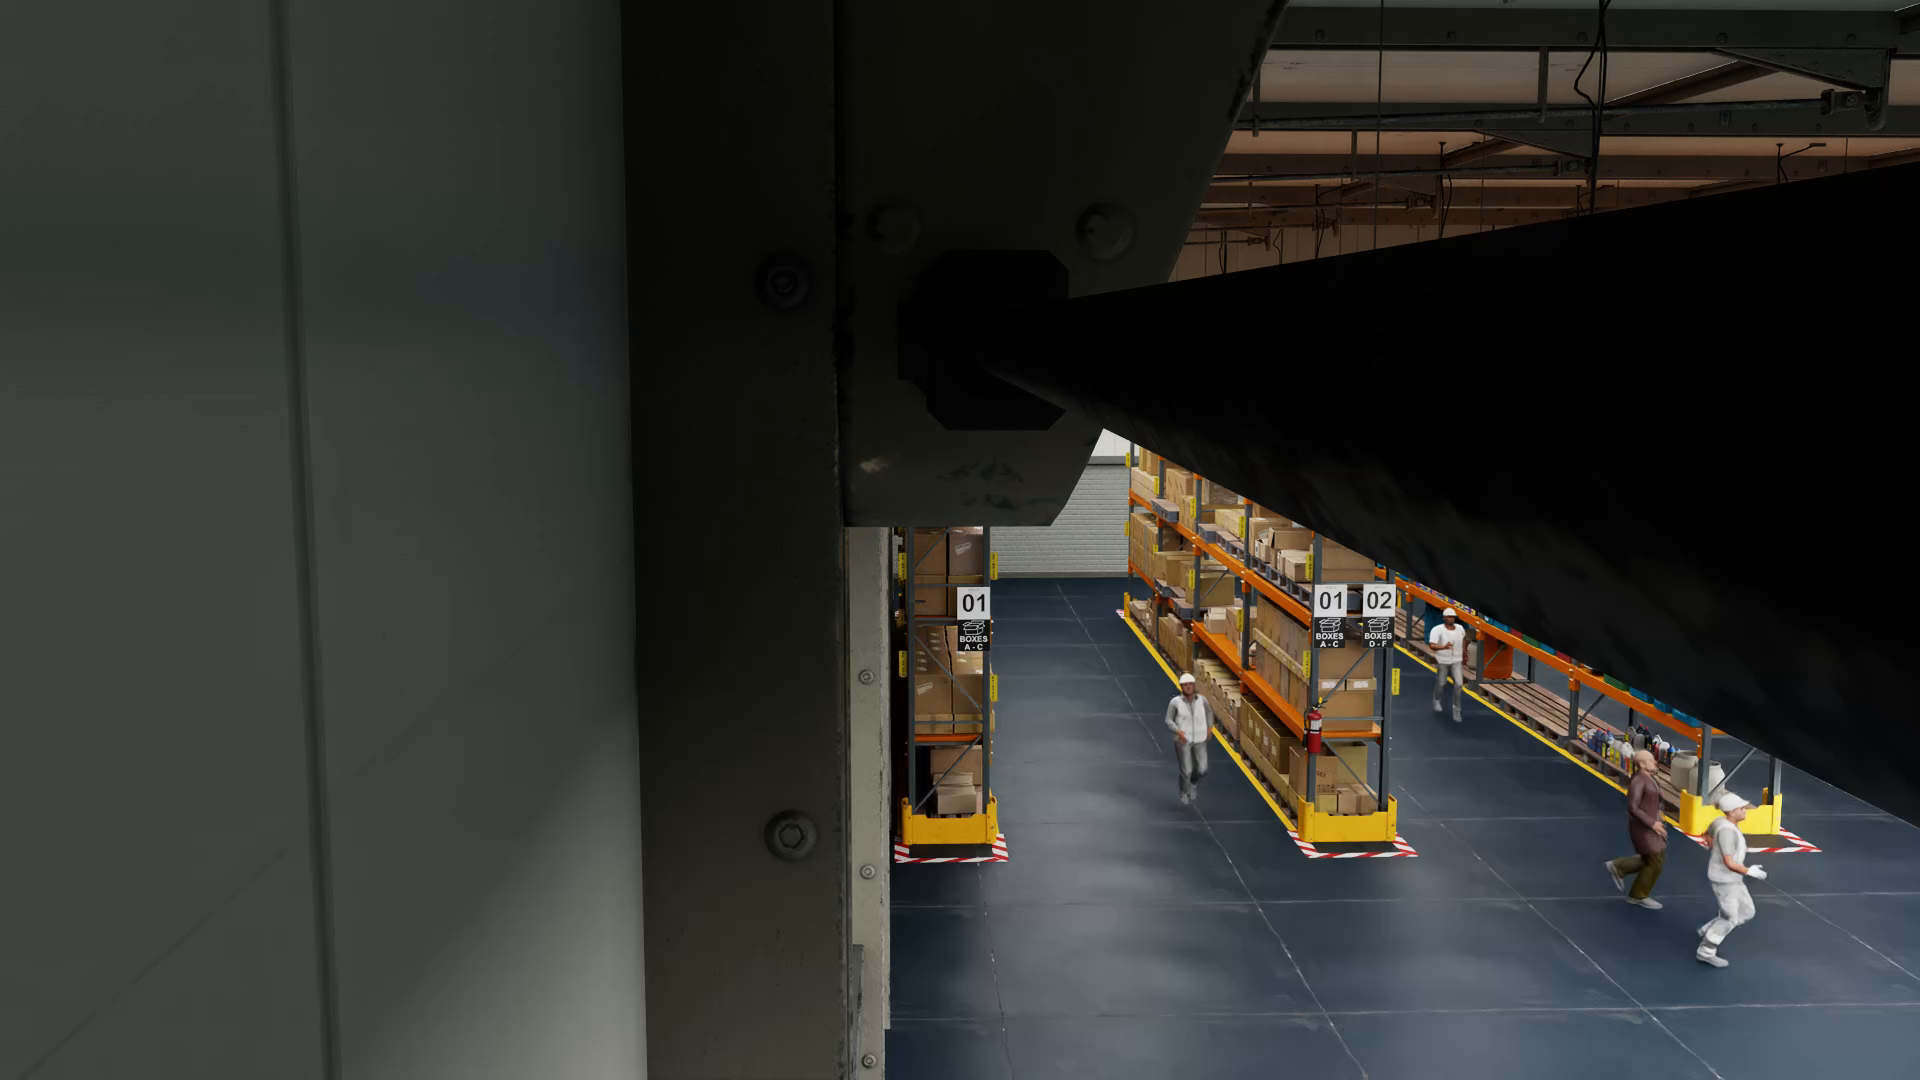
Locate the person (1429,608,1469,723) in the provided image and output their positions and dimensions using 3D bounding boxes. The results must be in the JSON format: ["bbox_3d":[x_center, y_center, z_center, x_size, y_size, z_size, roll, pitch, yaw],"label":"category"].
[{"bbox_3d":[7.924,2.000,26.980,0.676,1.825,0.791,0,7,0],"label":"person"}]

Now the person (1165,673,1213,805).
[{"bbox_3d":[2.990,2.589,21.516,0.672,1.731,0.552,-1,7,-6],"label":"person"}]

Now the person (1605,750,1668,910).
[{"bbox_3d":[7.431,3.151,18.241,0.623,1.746,0.715,4,8,26],"label":"person"}]

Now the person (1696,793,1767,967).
[{"bbox_3d":[7.655,3.362,16.474,0.594,1.748,0.693,3,8,24],"label":"person"}]
